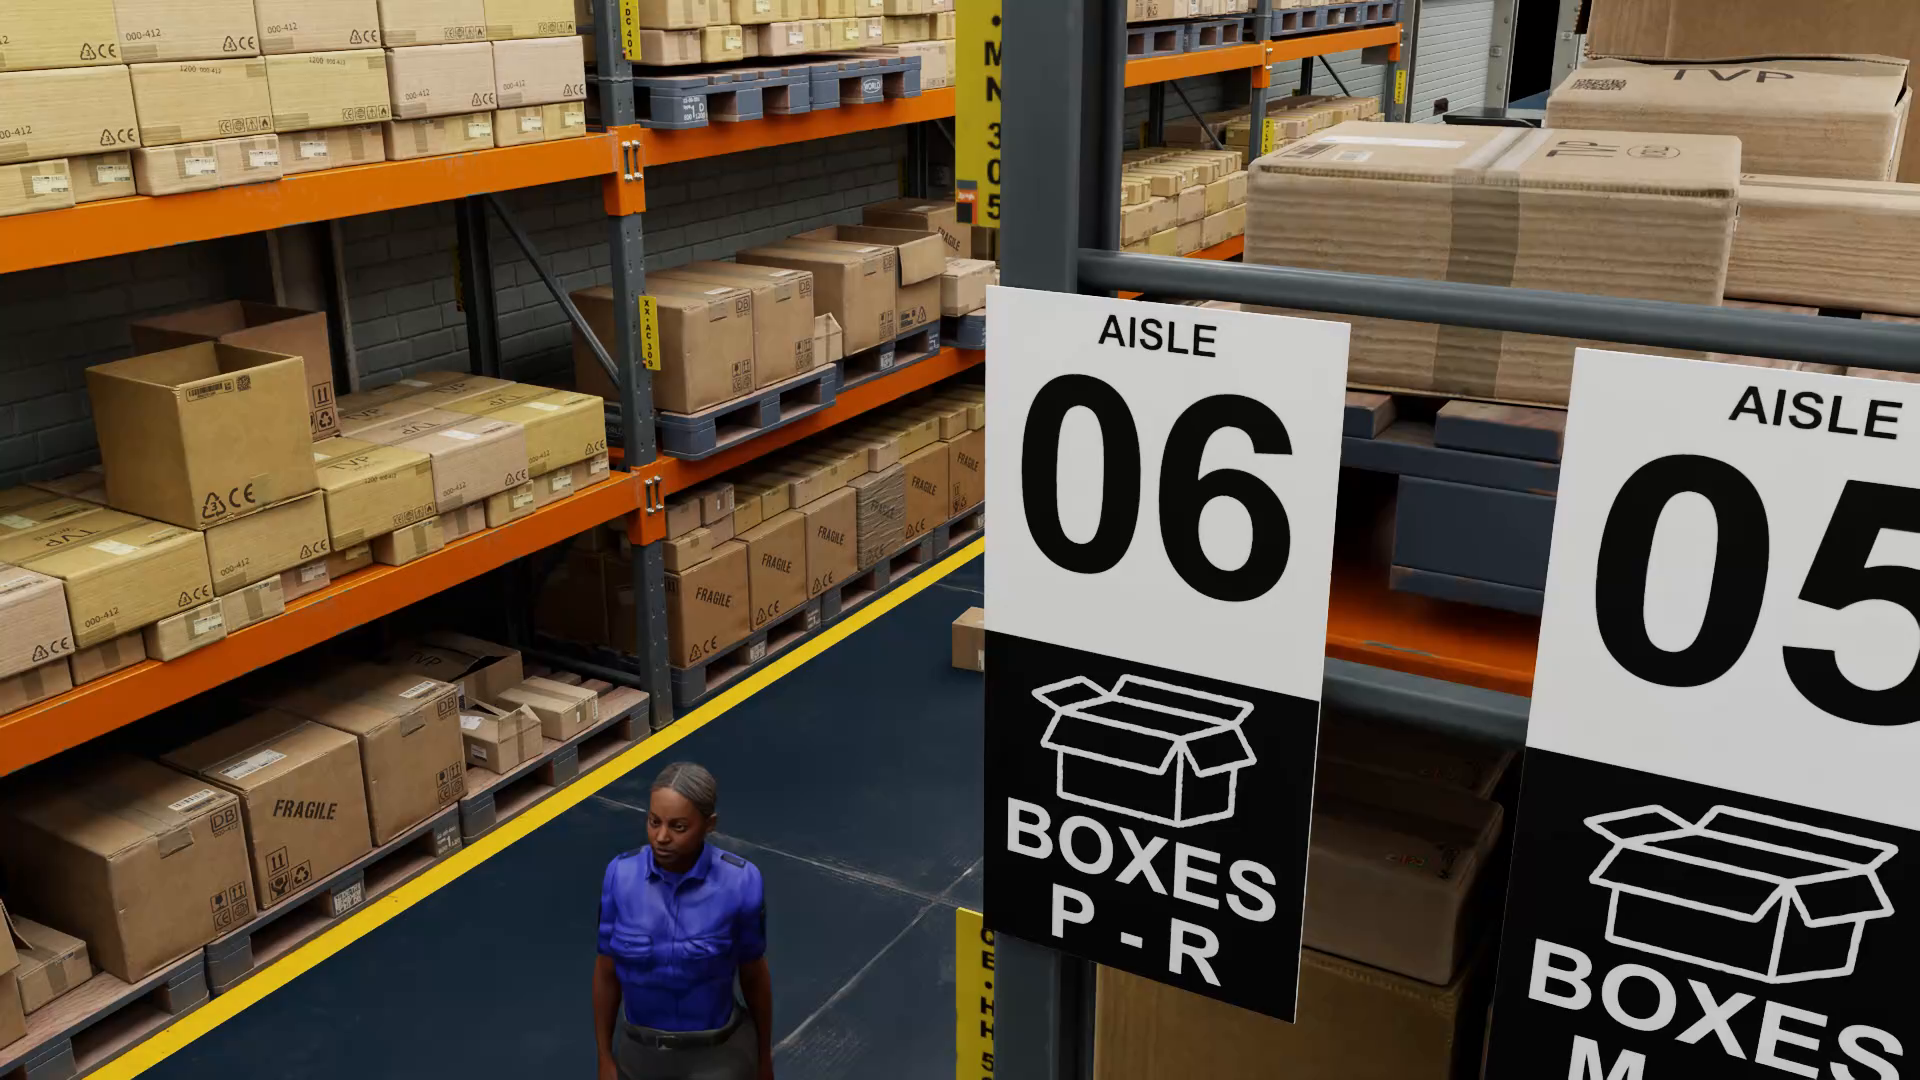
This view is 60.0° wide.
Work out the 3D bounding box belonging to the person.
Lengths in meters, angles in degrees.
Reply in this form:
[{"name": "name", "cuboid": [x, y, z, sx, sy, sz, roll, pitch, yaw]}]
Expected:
[{"name": "person", "cuboid": [-0.714, 1.316, 4.342, 0.454, 1.624, 0.799, 2, 20, 6]}]
